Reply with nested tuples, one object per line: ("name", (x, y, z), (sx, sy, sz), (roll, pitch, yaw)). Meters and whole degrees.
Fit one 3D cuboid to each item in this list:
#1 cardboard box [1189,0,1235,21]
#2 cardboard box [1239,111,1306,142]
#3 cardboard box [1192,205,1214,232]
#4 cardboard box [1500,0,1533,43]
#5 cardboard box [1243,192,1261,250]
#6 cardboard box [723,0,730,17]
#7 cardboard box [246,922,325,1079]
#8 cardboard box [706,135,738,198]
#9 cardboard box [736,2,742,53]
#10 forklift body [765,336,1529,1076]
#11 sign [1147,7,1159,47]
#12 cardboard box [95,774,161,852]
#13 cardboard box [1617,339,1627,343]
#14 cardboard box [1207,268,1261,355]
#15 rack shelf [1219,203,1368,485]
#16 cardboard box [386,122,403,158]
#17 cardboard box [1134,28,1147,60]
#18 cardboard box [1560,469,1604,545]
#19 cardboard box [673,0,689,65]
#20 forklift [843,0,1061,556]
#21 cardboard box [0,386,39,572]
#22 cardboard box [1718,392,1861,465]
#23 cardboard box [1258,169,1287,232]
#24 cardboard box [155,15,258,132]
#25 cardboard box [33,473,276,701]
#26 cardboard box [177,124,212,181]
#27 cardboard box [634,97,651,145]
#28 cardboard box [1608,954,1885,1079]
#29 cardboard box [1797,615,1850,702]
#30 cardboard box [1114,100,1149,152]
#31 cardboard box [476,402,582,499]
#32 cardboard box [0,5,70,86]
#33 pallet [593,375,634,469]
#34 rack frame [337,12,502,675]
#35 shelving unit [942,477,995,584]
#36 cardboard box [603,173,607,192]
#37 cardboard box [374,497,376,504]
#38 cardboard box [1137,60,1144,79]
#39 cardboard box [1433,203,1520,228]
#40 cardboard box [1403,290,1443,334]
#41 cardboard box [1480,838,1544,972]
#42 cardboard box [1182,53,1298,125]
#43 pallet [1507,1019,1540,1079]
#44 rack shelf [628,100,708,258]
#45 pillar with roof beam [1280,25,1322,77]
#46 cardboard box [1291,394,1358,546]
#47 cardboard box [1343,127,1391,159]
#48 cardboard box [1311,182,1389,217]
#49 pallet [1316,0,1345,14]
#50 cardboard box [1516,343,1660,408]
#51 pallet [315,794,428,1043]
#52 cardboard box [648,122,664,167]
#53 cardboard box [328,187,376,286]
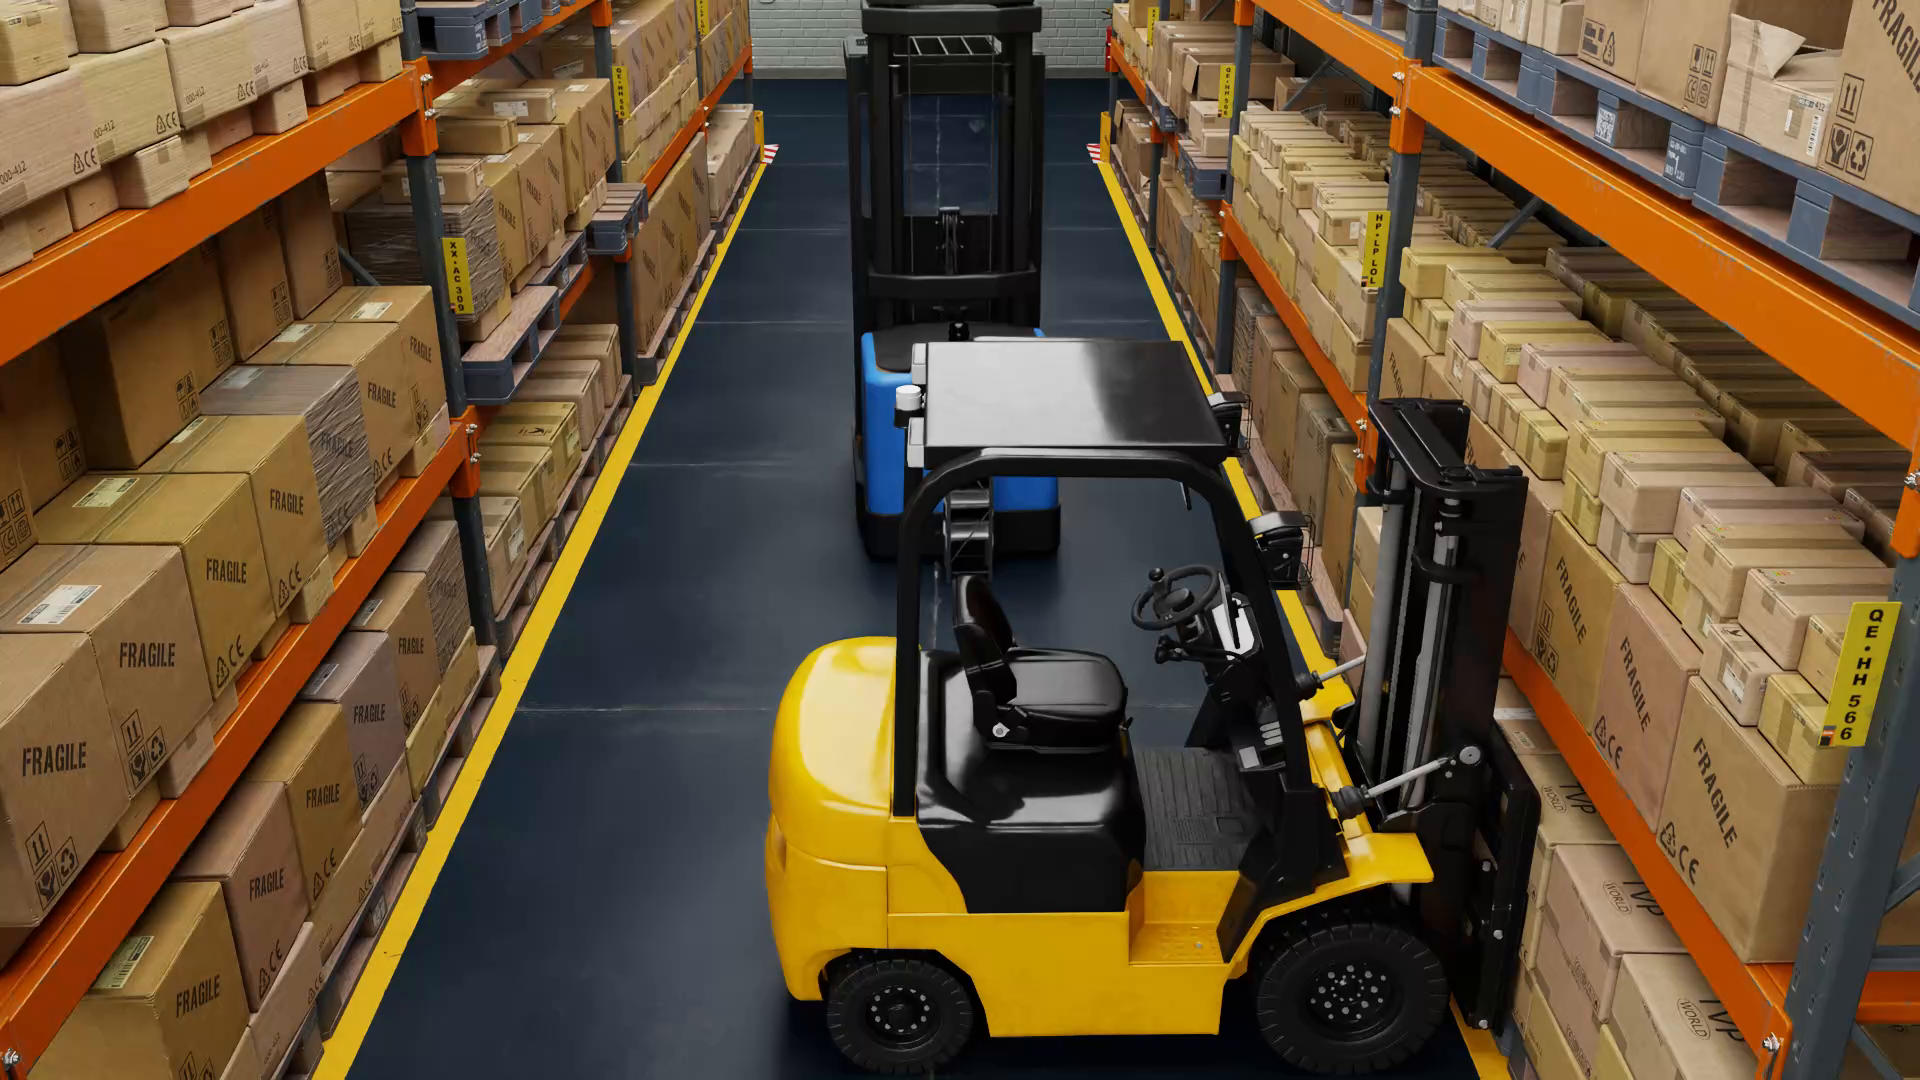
("cardboard box", (2.459, -5.059, 15.707), (0.500, 0.500, 0.500), (-1, 24, -2))
("cardboard box", (1.962, -2.596, 10.440), (0.380, 0.149, 0.250), (0, 24, 1))
("cardboard box", (2.008, -2.484, 12.839), (0.380, 0.149, 0.250), (-1, 24, -3))
("cardboard box", (2.006, -1.725, 5.458), (0.380, 0.149, 0.250), (0, 24, 1))
("cardboard box", (2.014, -1.928, 10.054), (0.500, 0.250, 0.500), (-1, 24, -2))
("cardboard box", (-2.513, -5.337, 16.076), (0.500, 0.500, 0.500), (0, 24, -1))
("cardboard box", (-2.353, 1.451, 5.229), (0.500, 0.250, 0.500), (1, 24, 1))
("cardboard box", (-2.664, -3.663, 16.310), (0.875, 0.438, 0.875), (-1, 24, -2))
("cardboard box", (-2.537, -5.301, 17.209), (0.500, 0.500, 0.500), (-1, 24, -2))
("forklift body", (0.495, 0.523, 5.484), (2.313, 2.155, 1.214), (0, 24, -1))
("sign", (1.667, -4.424, 14.341), (0.100, 0.325, 0.005), (0, 24, -1))
("cardboard box", (-2.358, 0.693, 4.382), (0.380, 0.149, 0.250), (-1, 24, -2))
("cardboard box", (2.630, -0.630, 6.094), (0.380, 0.149, 0.250), (0, 24, 0))
("cardboard box", (2.034, -1.613, 11.700), (0.500, 0.500, 0.500), (0, 24, 1))
("rack shelf", (2.275, -1.235, 9.214), (1.077, 0.370, 4.000), (0, 24, -1))
("cardboard box", (-2.944, -1.969, 8.184), (0.380, 0.149, 0.250), (-1, 24, -3))
("cardboard box", (1.948, -4.723, 15.874), (0.500, 0.250, 0.500), (0, 24, -1))
("cardboard box", (2.018, -0.102, 4.927), (0.380, 0.149, 0.250), (0, 24, 0))
("cardboard box", (-2.485, -4.116, 13.377), (0.500, 0.500, 0.500), (0, 24, 0))
("forklift", (-0.100, -1.818, 9.714), (1.130, 2.935, 3.031), (-2, 24, -4))
("cardboard box", (-2.845, -0.121, 4.183), (0.700, 0.500, 0.500), (0, 24, 0))
("cardboard box", (2.562, -0.344, 5.101), (0.380, 0.149, 0.250), (0, 24, 0))
("cardboard box", (2.006, -1.940, 9.476), (0.500, 0.250, 0.500), (-1, 24, -2))
("cardboard box", (-2.374, -1.341, 4.755), (0.500, 0.250, 0.500), (0, 24, 1))
("cardboard box", (-2.366, 0.132, 4.835), (0.500, 0.500, 0.500), (-1, 24, -2))
("cardboard box", (-2.363, -1.098, 4.702), (0.380, 0.149, 0.250), (-1, 24, -2))
("cardboard box", (-2.473, -2.946, 11.698), (0.500, 0.250, 0.500), (0, 24, 1))
("cardboard box", (2.024, 1.327, 4.290), (0.500, 0.250, 0.500), (1, 24, 1))
("cardboard box", (2.126, 0.286, 3.708), (0.380, 0.149, 0.250), (0, 24, 0))
("cardboard box", (2.078, -4.485, 18.046), (0.797, 0.503, 0.637), (-1, 24, -3))
("cardboard box", (-2.695, -0.508, 9.412), (0.950, 0.372, 0.625), (1, 24, 1))
("cardboard box", (-2.311, -1.140, 3.829), (0.380, 0.149, 0.250), (0, 24, -1))
("pallet", (-2.703, -0.771, 10.698), (1.003, 0.211, 1.213), (0, 24, -1))
("rack frame", (-2.667, -0.715, 7.191), (1.000, 3.000, 0.127), (0, 24, -1))
("shelving unit", (0.042, -0.226, 8.657), (0.258, 0.900, 0.210), (-2, 24, -4))
("cardboard box", (-2.396, -2.196, 10.261), (0.380, 0.149, 0.250), (0, 24, 0))
("cardboard box", (-2.435, -0.156, 6.260), (0.380, 0.149, 0.250), (-1, 24, -1))
("cardboard box", (1.895, -4.479, 15.817), (0.380, 0.149, 0.250), (-1, 24, -1))
("cardboard box", (2.532, -1.545, 8.117), (0.380, 0.149, 0.250), (0, 24, -1))
("cardboard box", (2.037, -0.947, 6.796), (0.380, 0.149, 0.250), (-1, 24, -1))
("cardboard box", (2.001, 1.125, 5.344), (0.500, 0.250, 0.500), (-1, 24, -2))
("cardboard box", (2.050, -3.297, 12.265), (0.797, 0.503, 0.637), (-1, 24, -2))
("pallet", (2.290, 1.865, 4.870), (1.003, 0.211, 1.213), (0, 24, -1))
("rack shelf", (-2.732, -2.860, 12.806), (1.077, 0.370, 4.000), (0, 24, -1))
("pillar with roof beam", (-1.202, -7.040, 13.897), (9.100, 9.000, 0.400), (0, 24, -1))
("cardboard box", (2.279, -0.383, 8.829), (0.875, 0.625, 0.625), (0, 24, -1))
("cardboard box", (2.515, -2.381, 9.965), (0.380, 0.149, 0.250), (0, 24, -1))
("cardboard box", (2.028, -1.746, 8.562), (0.380, 0.149, 0.250), (0, 24, 0))
("pallet", (2.365, -2.928, 8.672), (1.003, 0.211, 1.213), (1, 24, 2))
("cardboard box", (2.097, -0.552, 5.562), (0.380, 0.149, 0.250), (0, 24, -1))
("pallet", (-2.608, 1.336, 6.040), (1.003, 0.211, 1.213), (0, 24, -1))
("cardboard box", (-2.487, -2.925, 12.260), (0.500, 0.250, 0.500), (1, 24, 1))
("cardboard box", (-2.901, -1.277, 7.441), (0.500, 0.500, 0.500), (-1, 24, -2))
